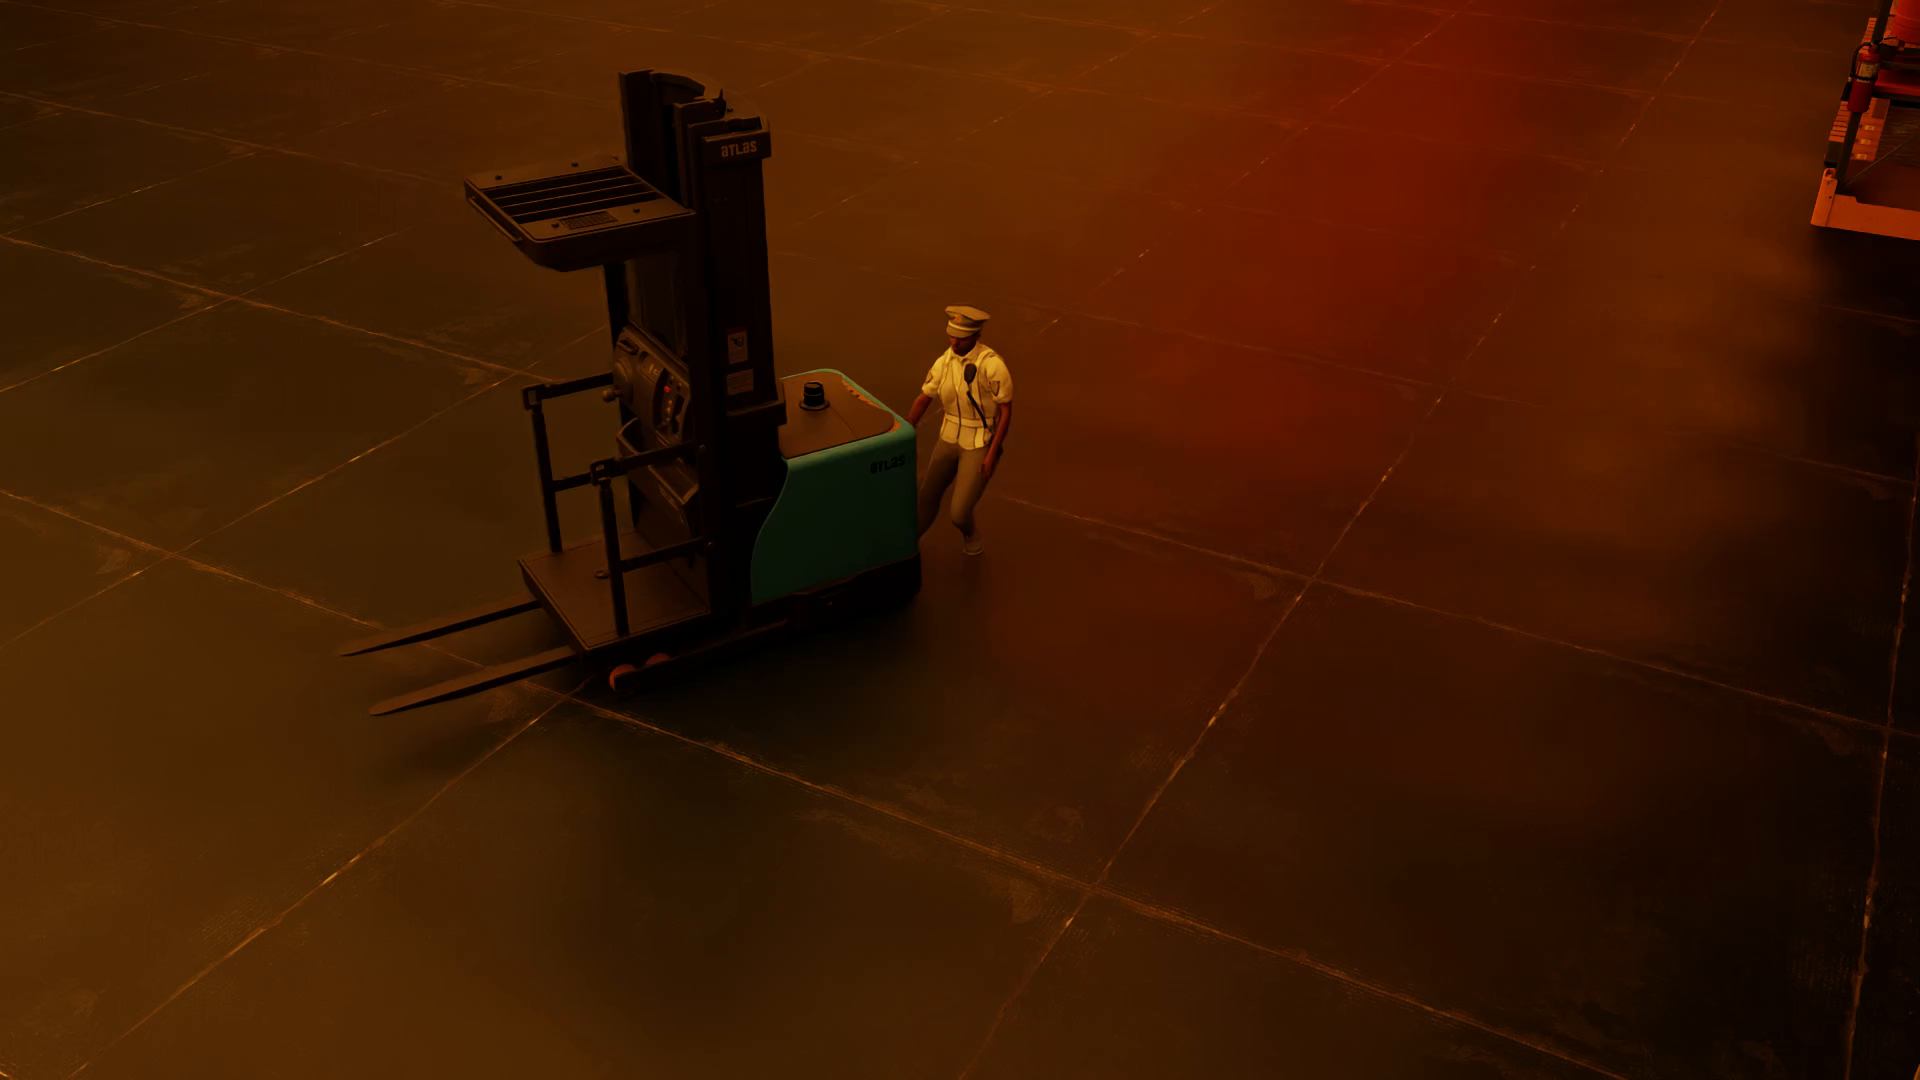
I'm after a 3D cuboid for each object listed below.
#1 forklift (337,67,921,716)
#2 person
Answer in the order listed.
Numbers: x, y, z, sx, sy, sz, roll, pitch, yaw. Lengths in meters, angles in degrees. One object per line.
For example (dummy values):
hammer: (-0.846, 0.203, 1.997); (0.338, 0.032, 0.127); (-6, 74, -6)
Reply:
forklift: (-1.746, -0.761, 8.389); (3.031, 2.935, 1.130); (-17, 34, -27)
person: (-0.092, -0.518, 9.299); (0.657, 1.586, 0.682); (23, 37, 34)
